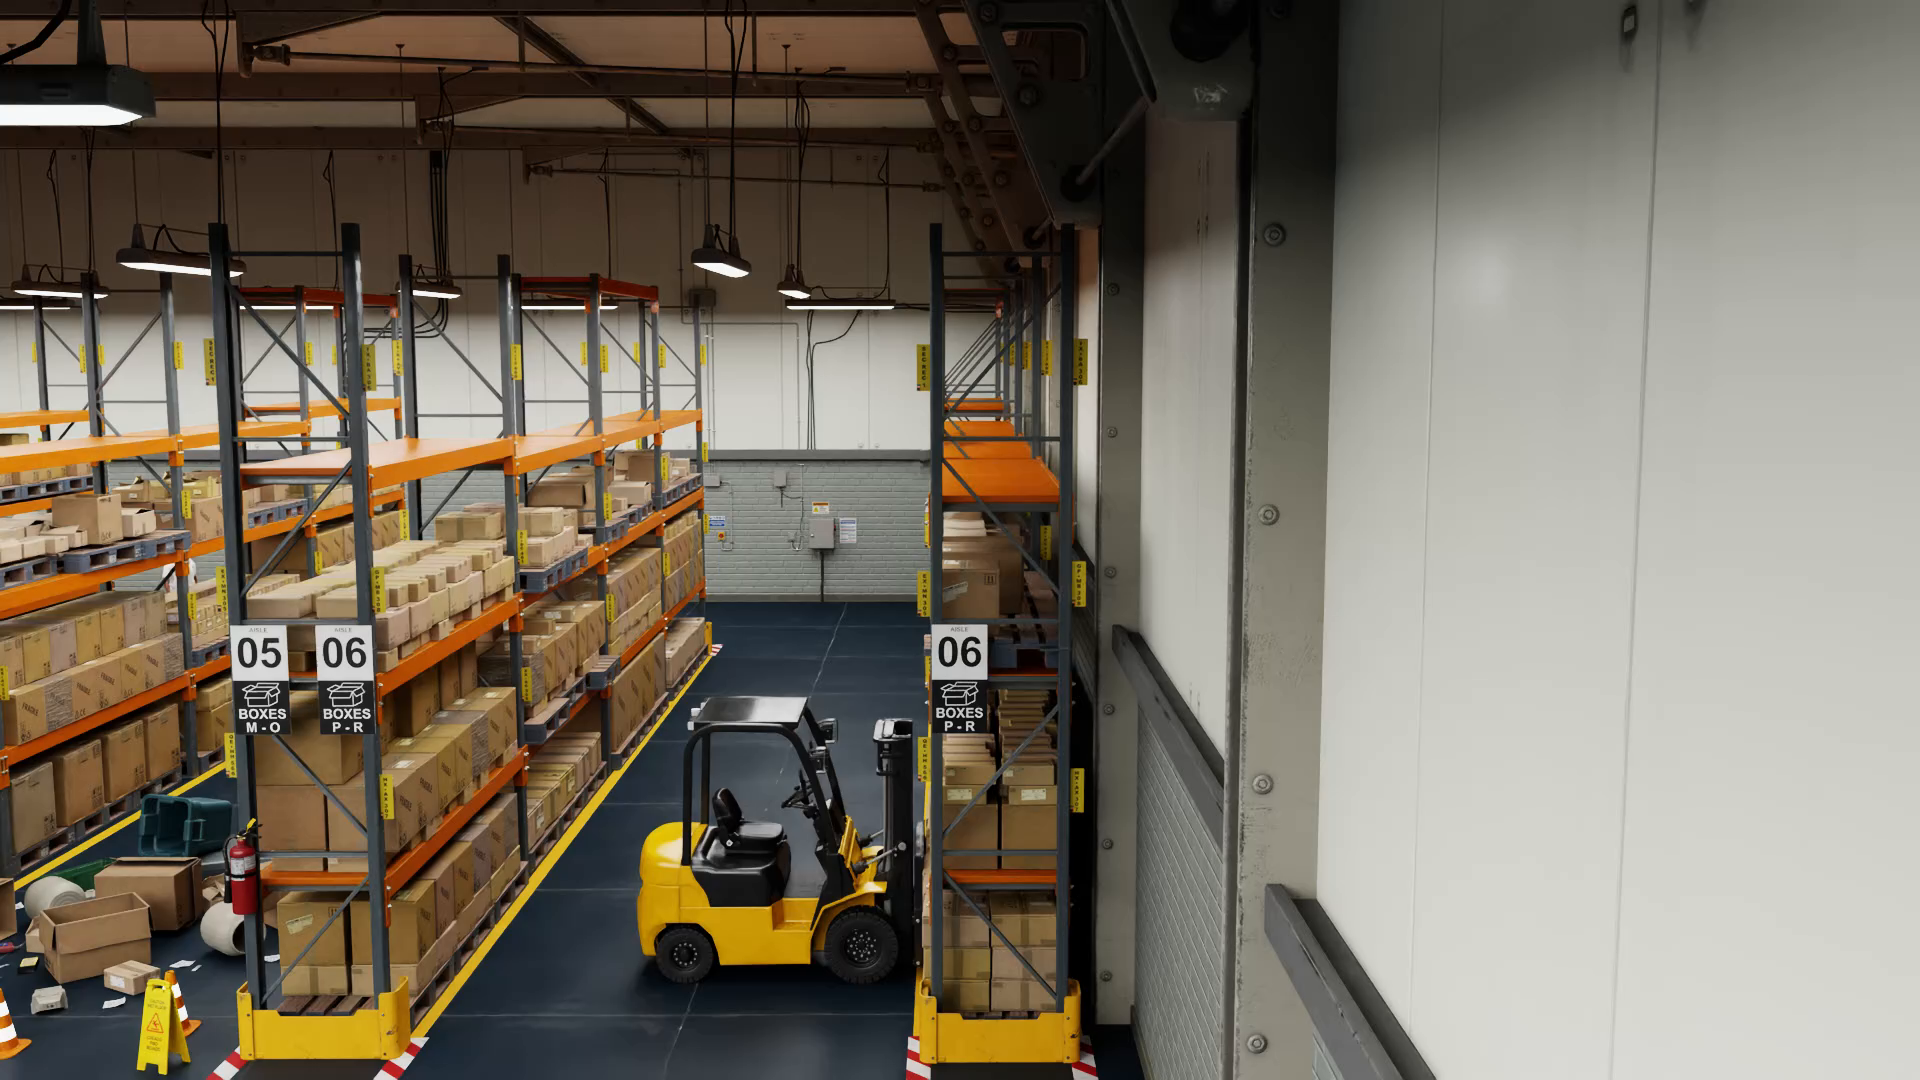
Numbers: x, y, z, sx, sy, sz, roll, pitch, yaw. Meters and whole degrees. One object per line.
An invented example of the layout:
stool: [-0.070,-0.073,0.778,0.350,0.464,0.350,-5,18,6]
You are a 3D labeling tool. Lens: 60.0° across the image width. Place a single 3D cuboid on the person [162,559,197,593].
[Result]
person: [-13.530,0.912,28.882,0.558,1.702,1.033,-3,8,-27]
